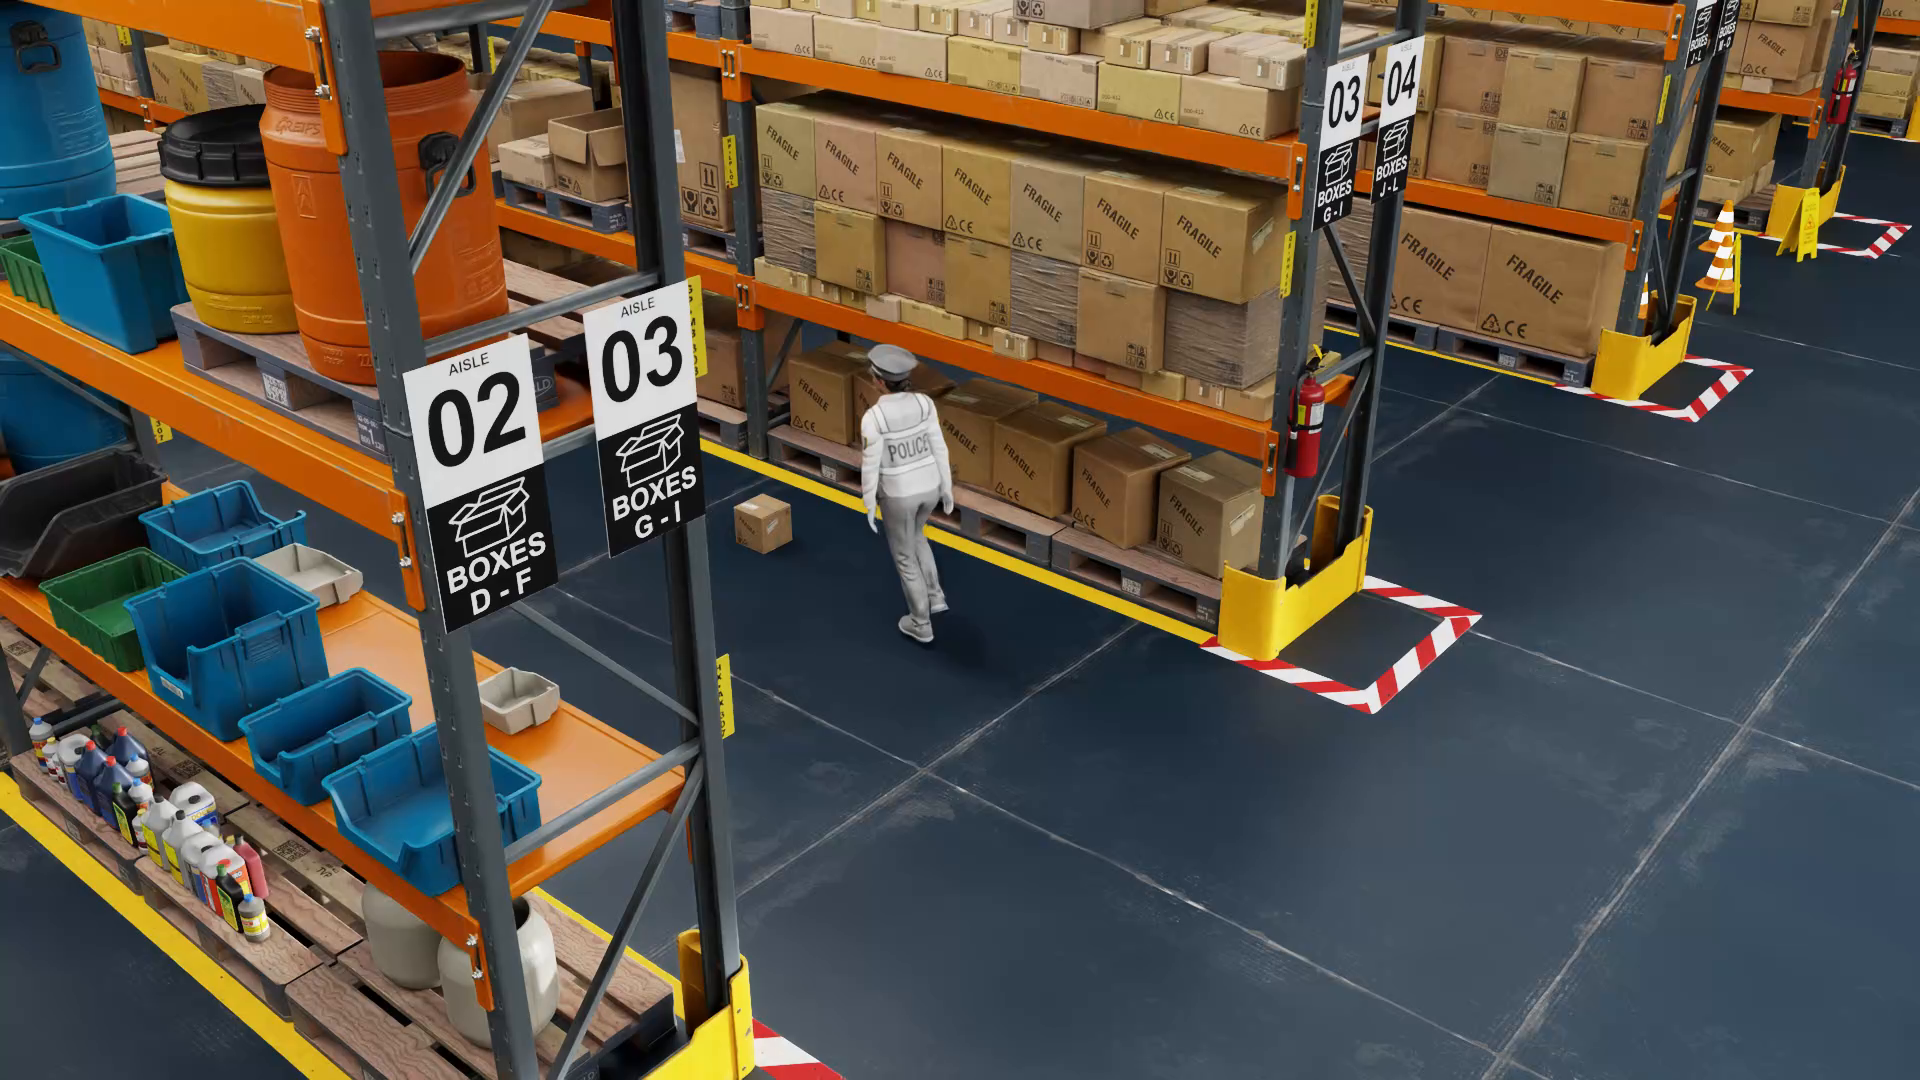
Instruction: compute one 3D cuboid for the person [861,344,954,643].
[{"bbox_3d":[-0.304,-0.238,9.027,0.510,1.665,0.445,-18,33,-31],"label":"person"}]
